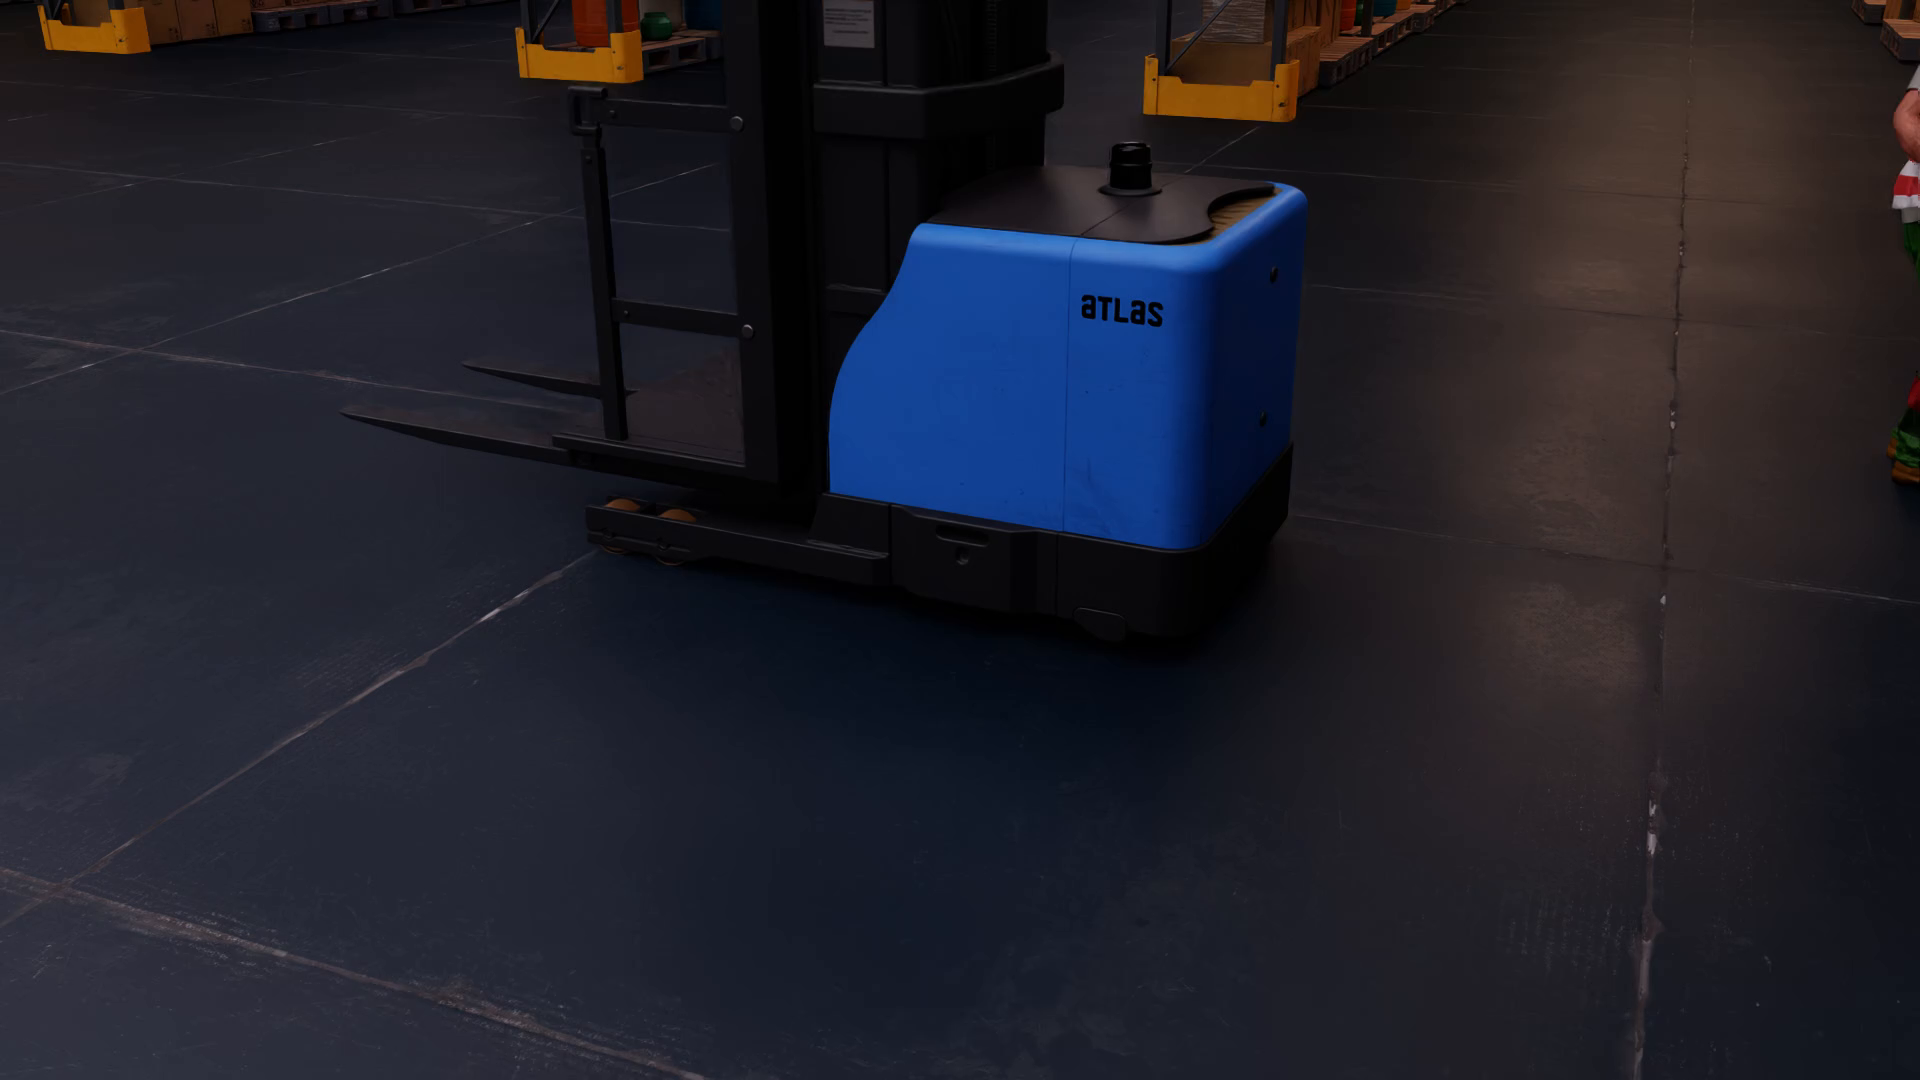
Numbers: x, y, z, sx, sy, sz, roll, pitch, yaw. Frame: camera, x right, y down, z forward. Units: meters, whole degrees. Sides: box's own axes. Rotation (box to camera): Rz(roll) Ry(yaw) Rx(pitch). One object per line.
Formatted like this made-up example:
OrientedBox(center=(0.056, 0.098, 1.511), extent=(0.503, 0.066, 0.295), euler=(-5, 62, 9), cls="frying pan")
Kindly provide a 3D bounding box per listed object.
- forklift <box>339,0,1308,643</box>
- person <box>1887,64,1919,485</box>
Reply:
OrientedBox(center=(-0.559, -1.448, 4.757), extent=(3.031, 2.935, 1.130), euler=(10, 25, 23), cls="forklift")
OrientedBox(center=(3.299, -1.011, 5.291), extent=(0.755, 1.732, 0.518), euler=(-10, 25, -22), cls="person")
